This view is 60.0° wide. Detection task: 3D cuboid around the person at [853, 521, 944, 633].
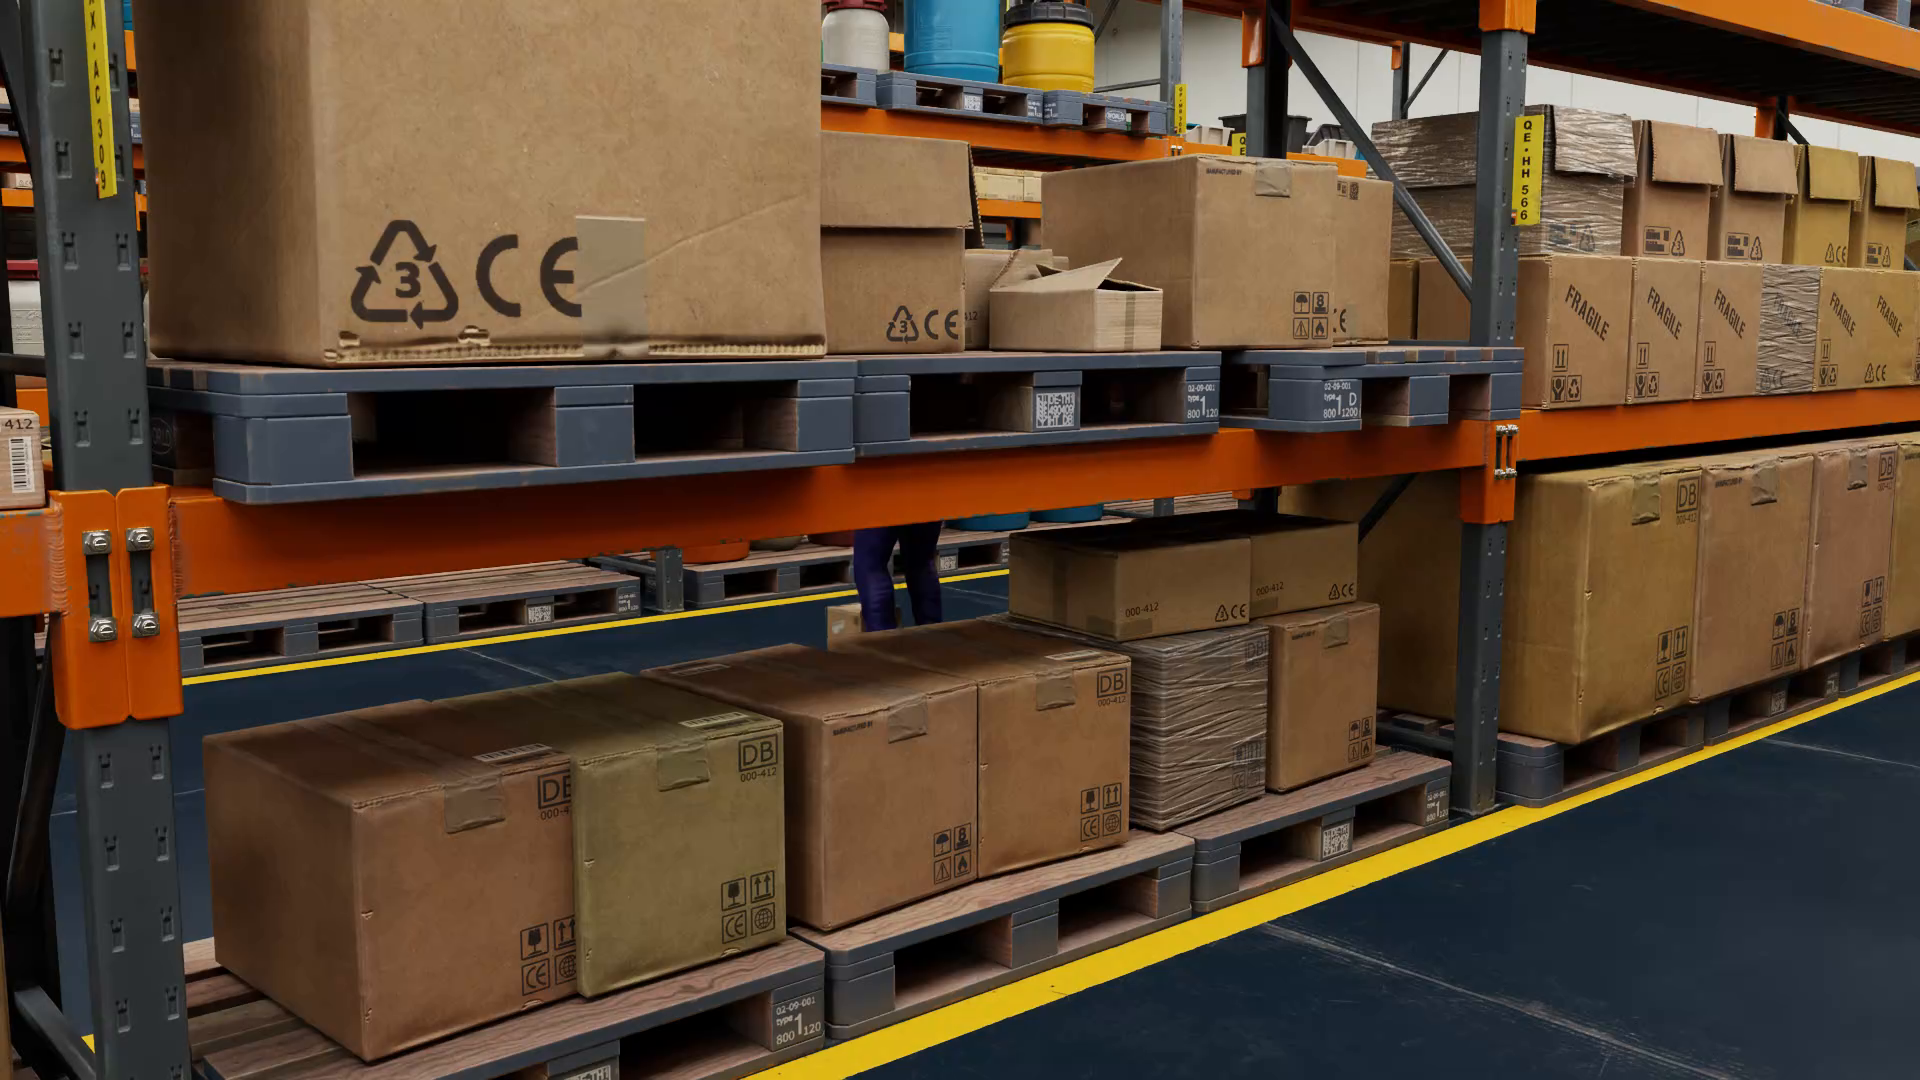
[{"bbox_3d":[-0.281,-0.234,7.589,0.539,1.652,0.374,-7,10,-43],"label":"person"}]
